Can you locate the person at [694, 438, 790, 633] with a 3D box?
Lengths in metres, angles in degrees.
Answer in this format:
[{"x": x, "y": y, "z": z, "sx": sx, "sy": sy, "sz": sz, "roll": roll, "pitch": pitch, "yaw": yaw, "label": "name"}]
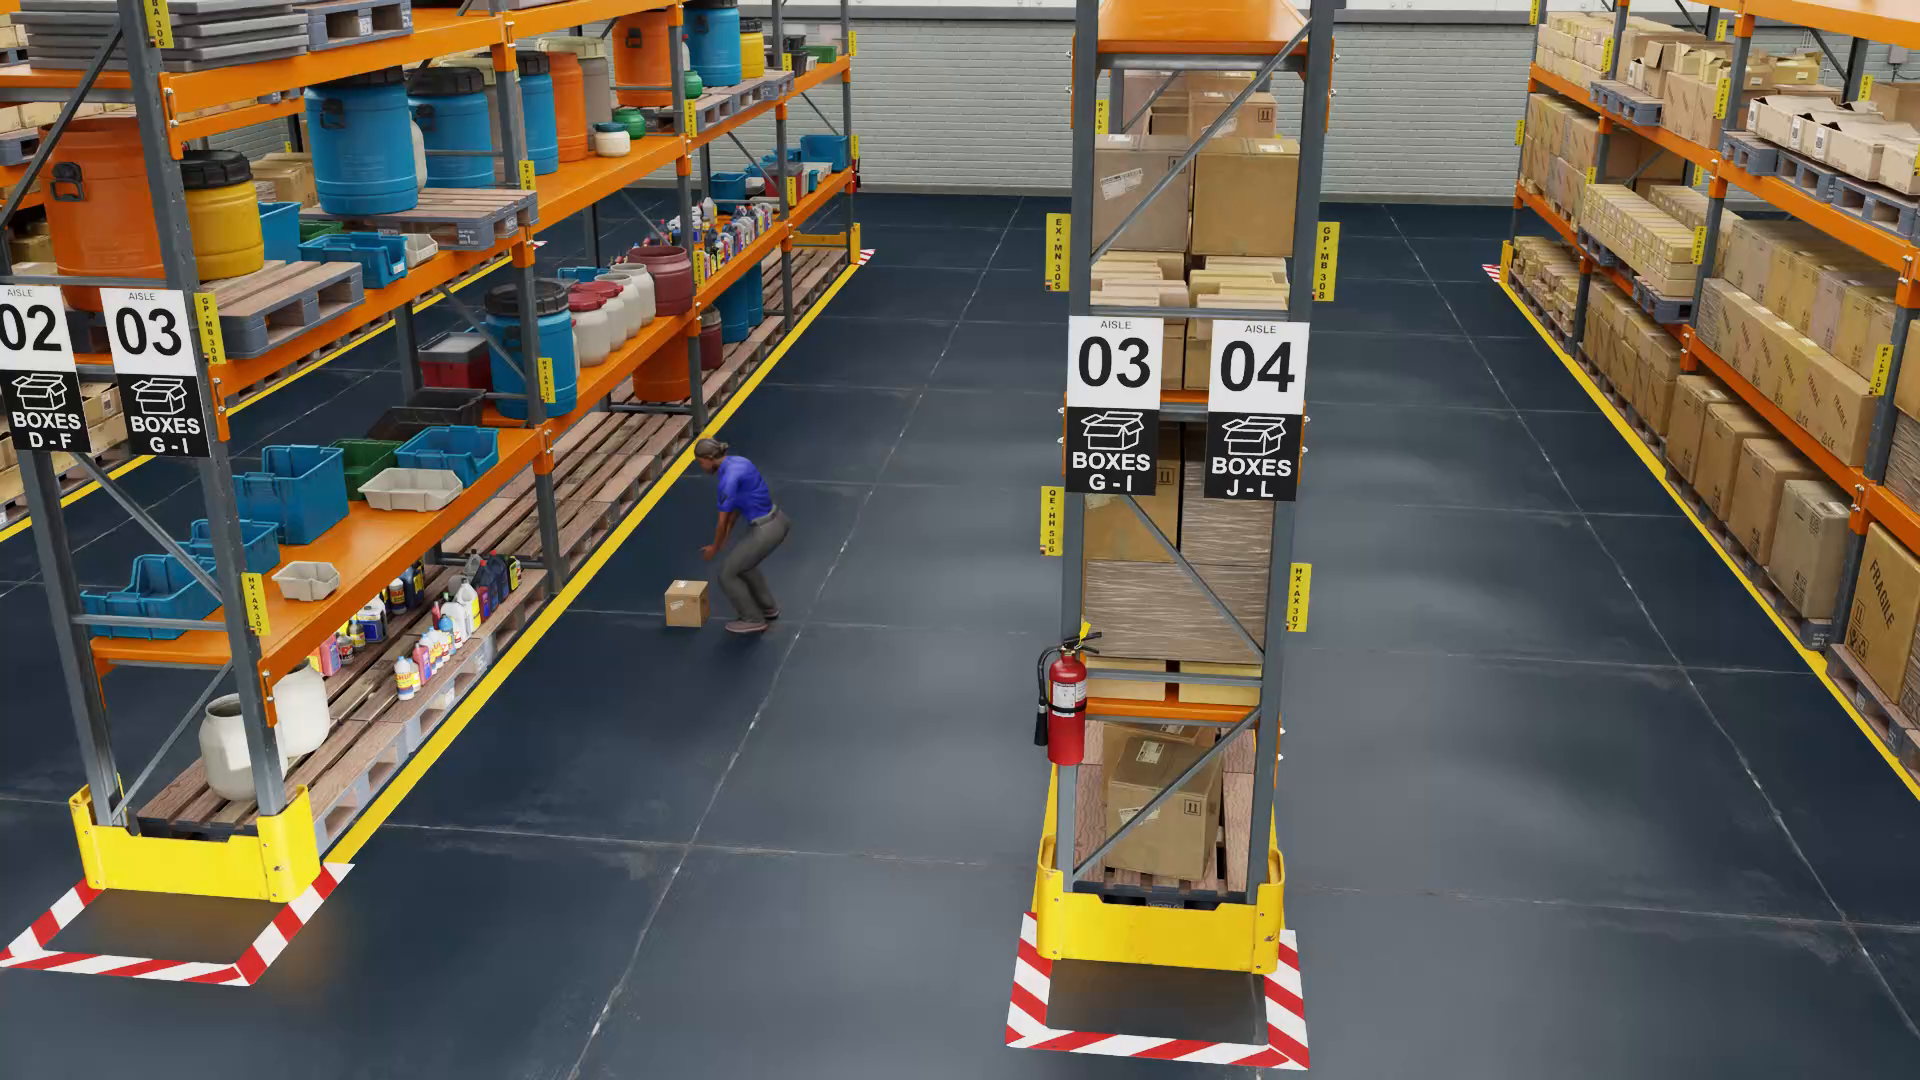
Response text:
[{"x": -1.511, "y": -0.039, "z": 11.575, "sx": 0.617, "sy": 1.390, "sz": 0.495, "roll": 3, "pitch": 21, "yaw": 7, "label": "person"}]
